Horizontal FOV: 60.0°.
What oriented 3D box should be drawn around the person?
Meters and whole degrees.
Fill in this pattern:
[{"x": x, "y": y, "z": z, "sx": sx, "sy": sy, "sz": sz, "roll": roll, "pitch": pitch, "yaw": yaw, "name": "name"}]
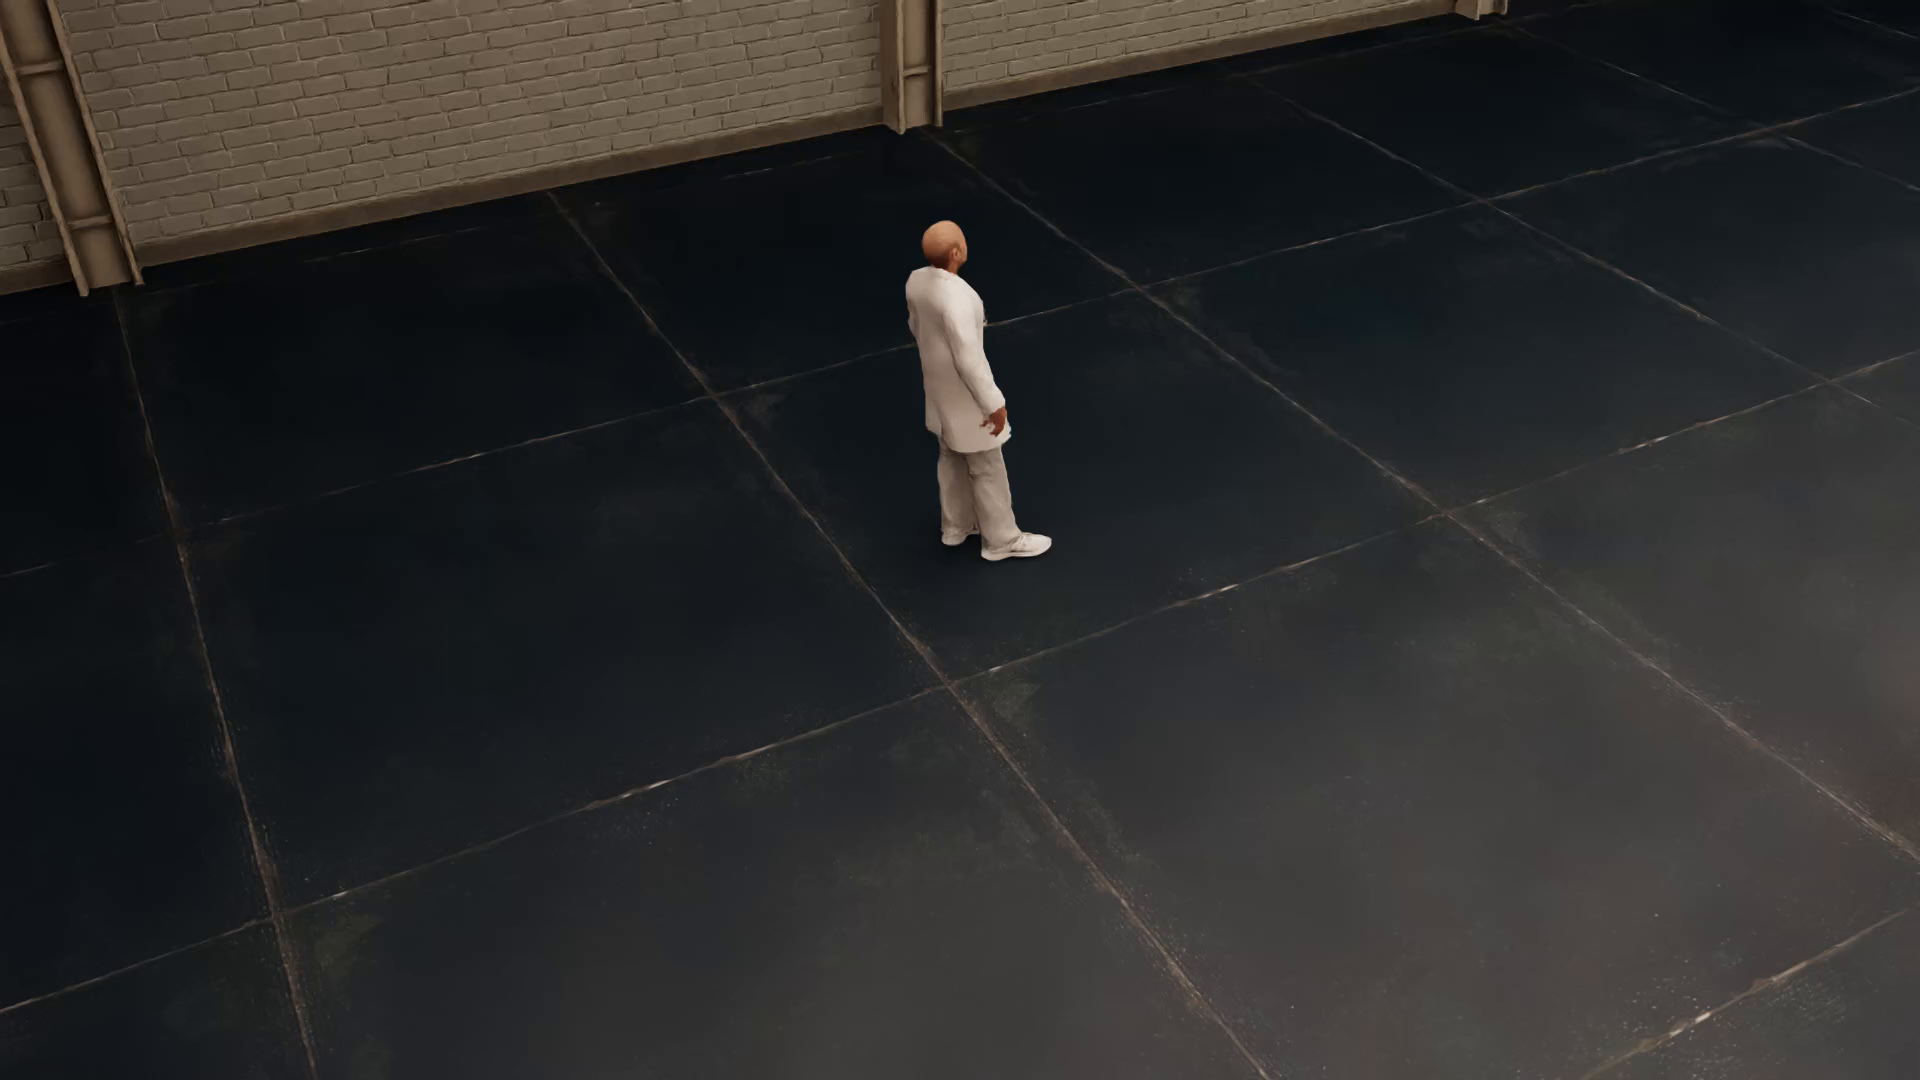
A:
[{"x": 0.082, "y": -0.754, "z": 8.177, "sx": 0.579, "sy": 1.776, "sz": 0.694, "roll": -17, "pitch": 39, "yaw": -23, "name": "person"}]
